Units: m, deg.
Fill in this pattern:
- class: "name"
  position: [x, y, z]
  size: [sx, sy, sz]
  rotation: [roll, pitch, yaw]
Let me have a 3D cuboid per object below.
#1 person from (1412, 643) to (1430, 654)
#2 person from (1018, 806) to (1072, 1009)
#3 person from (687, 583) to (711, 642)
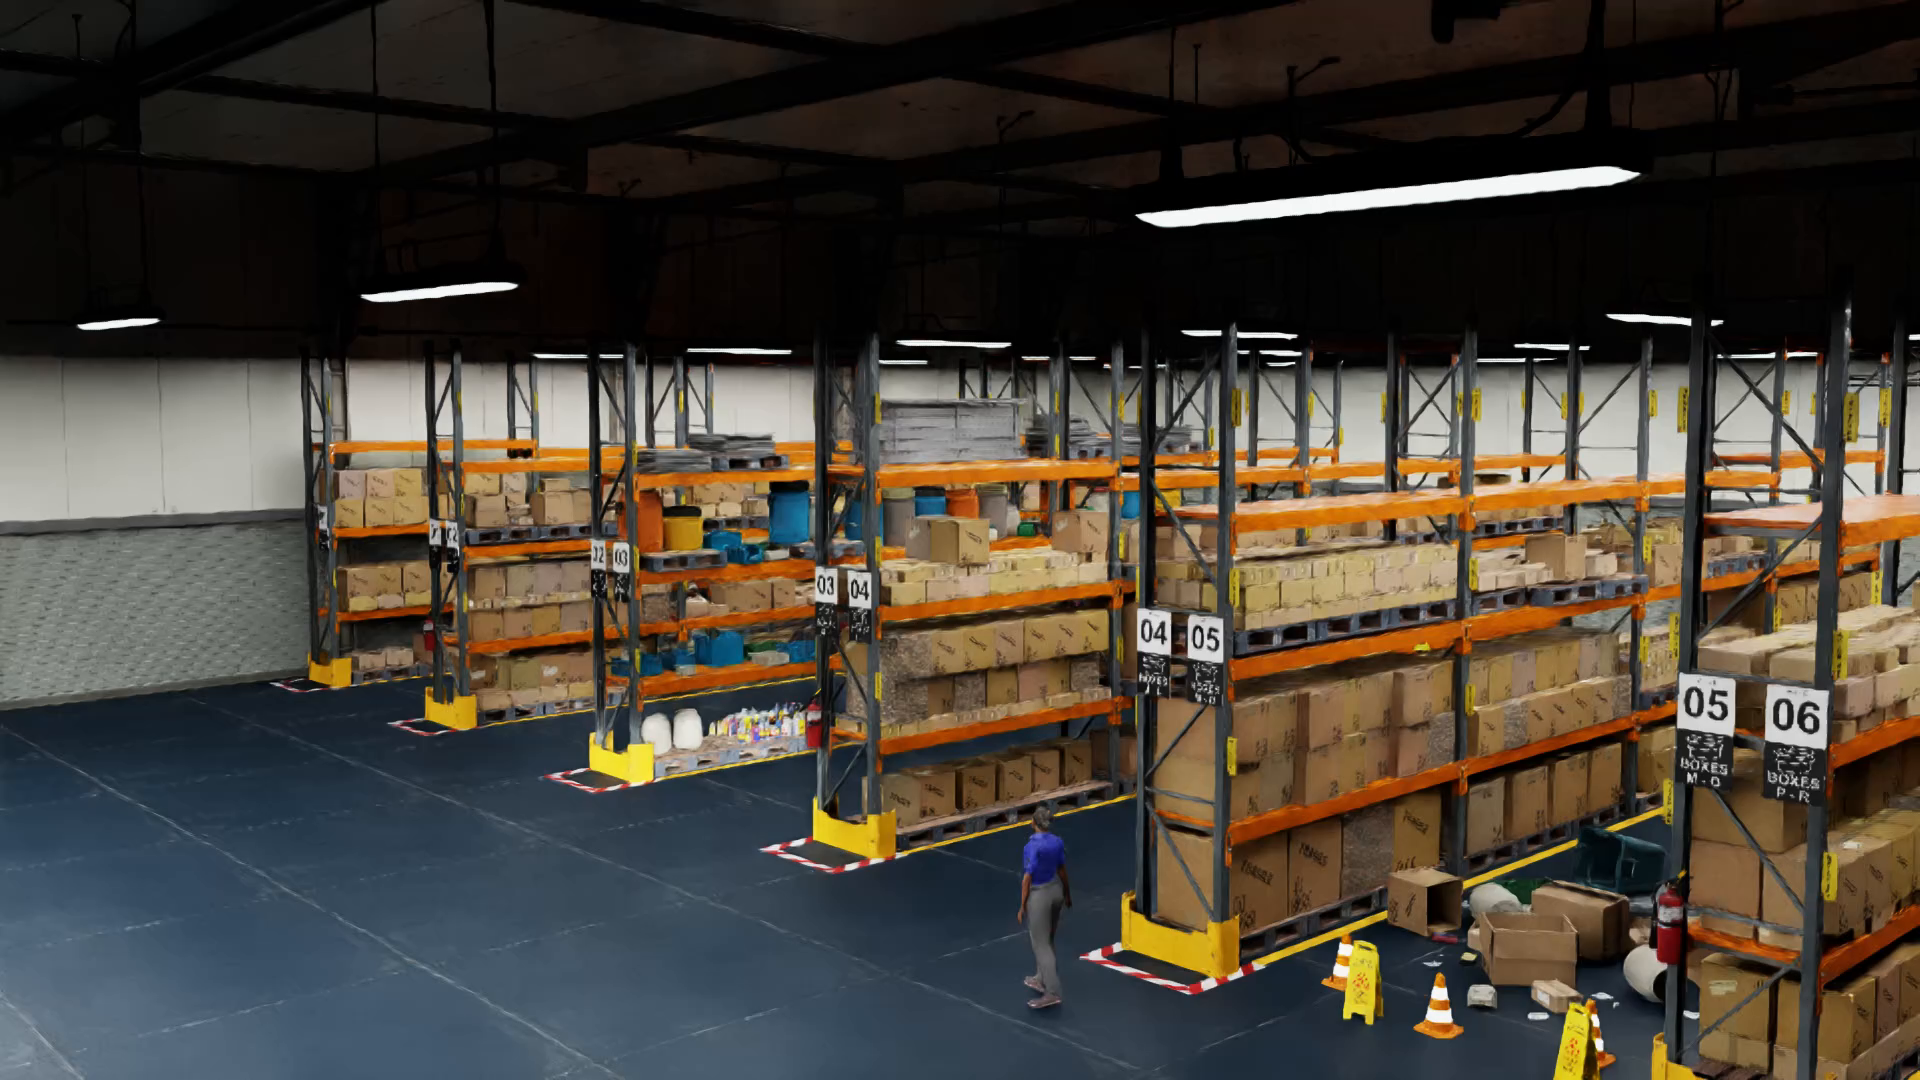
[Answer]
- class: "person"
  position: [6.561, 2.252, 23.496]
  size: [0.719, 1.714, 0.578]
  rotation: [5, 7, 45]
- class: "person"
  position: [0.719, 3.097, 14.237]
  size: [0.612, 1.634, 0.704]
  rotation: [4, 7, 41]
- class: "person"
  position: [-5.001, 1.582, 31.534]
  size: [1.090, 1.568, 0.497]
  rotation: [-4, 7, -41]
